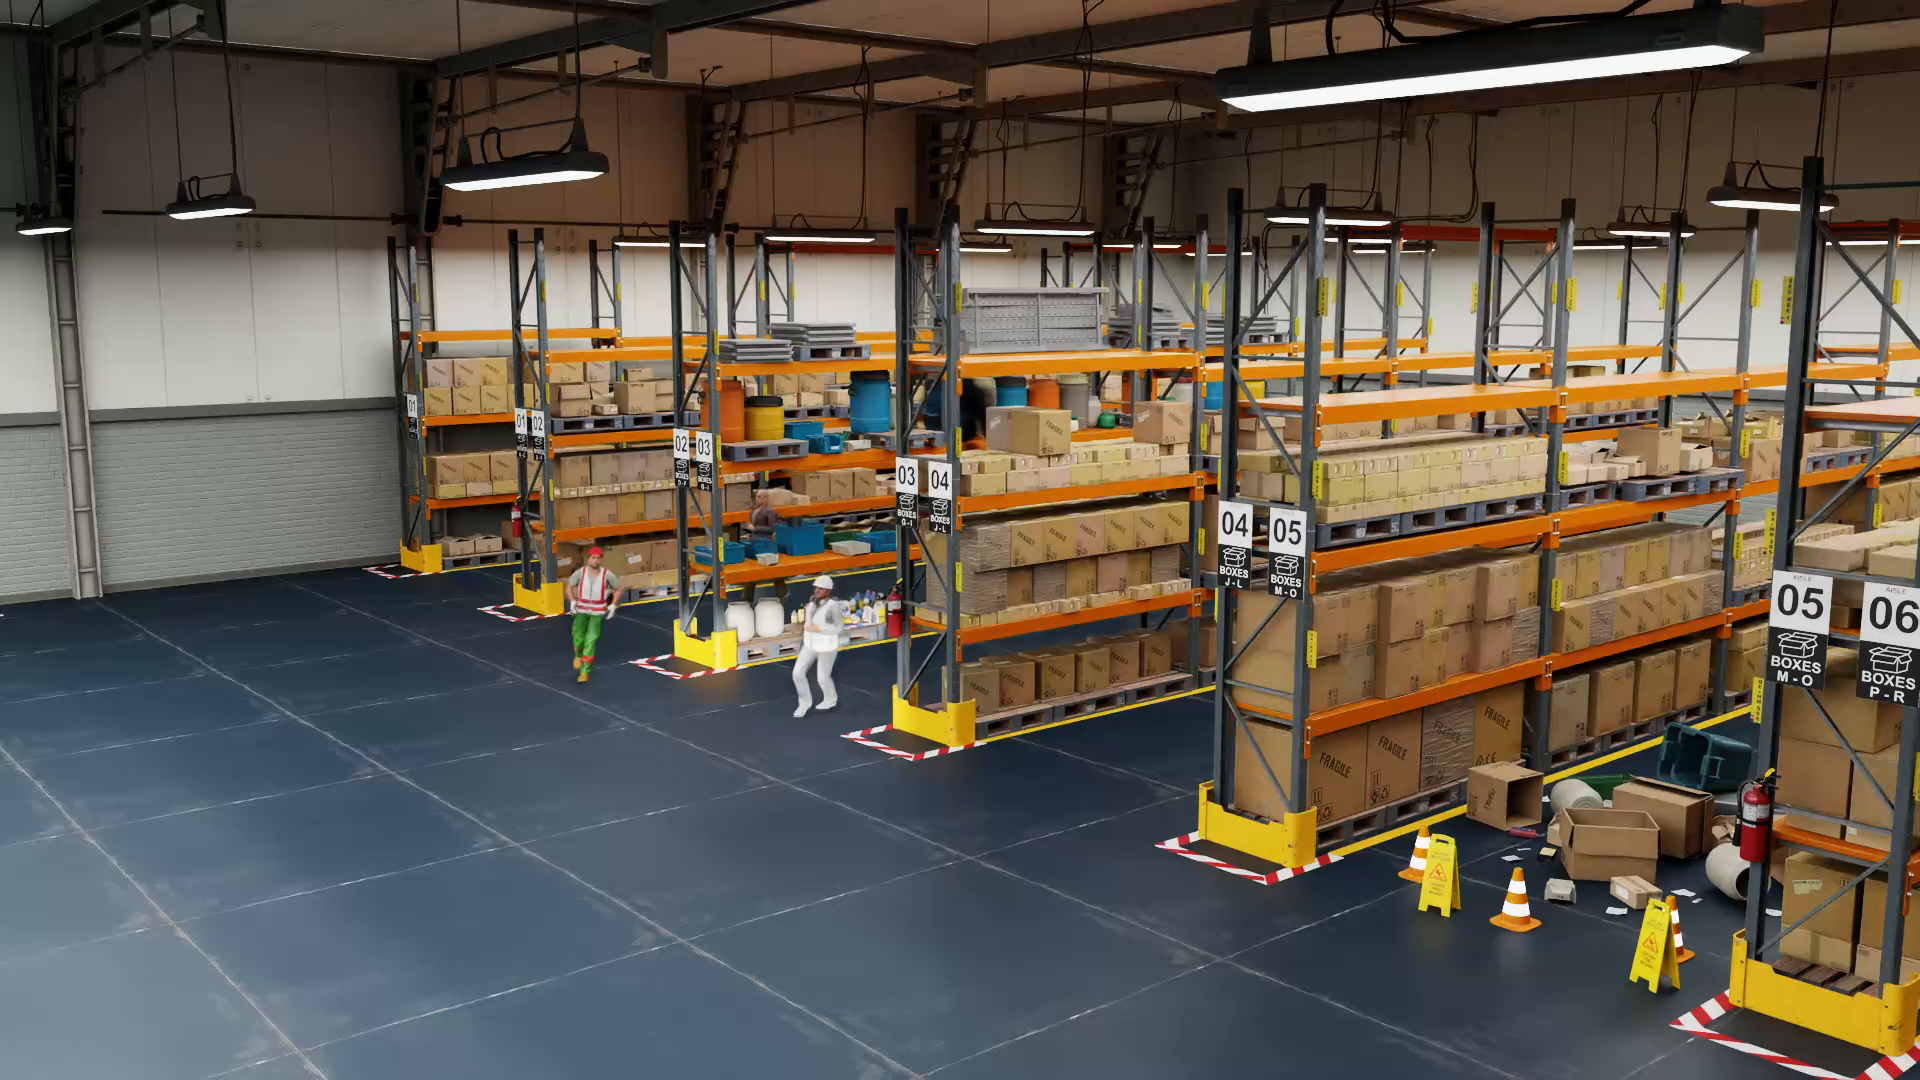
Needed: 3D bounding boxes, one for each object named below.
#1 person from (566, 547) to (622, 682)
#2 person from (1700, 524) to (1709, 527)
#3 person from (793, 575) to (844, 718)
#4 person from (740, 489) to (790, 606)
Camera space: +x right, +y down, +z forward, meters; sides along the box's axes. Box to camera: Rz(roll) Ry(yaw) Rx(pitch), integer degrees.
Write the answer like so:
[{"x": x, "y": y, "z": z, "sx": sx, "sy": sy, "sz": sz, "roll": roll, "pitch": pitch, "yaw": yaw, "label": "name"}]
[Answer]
[{"x": -4.818, "y": 0.949, "z": 21.916, "sx": 0.722, "sy": 1.745, "sz": 0.735, "roll": -1, "pitch": 9, "yaw": -8, "label": "person"}, {"x": 10.826, "y": 0.607, "z": 24.206, "sx": 0.789, "sy": 1.670, "sz": 0.674, "roll": -5, "pitch": 10, "yaw": -31, "label": "person"}, {"x": -1.622, "y": 1.281, "z": 19.900, "sx": 0.671, "sy": 1.781, "sz": 0.707, "roll": 6, "pitch": 11, "yaw": 35, "label": "person"}, {"x": -2.988, "y": 0.146, "z": 24.974, "sx": 0.695, "sy": 1.820, "sz": 0.974, "roll": 8, "pitch": 12, "yaw": 42, "label": "person"}]
